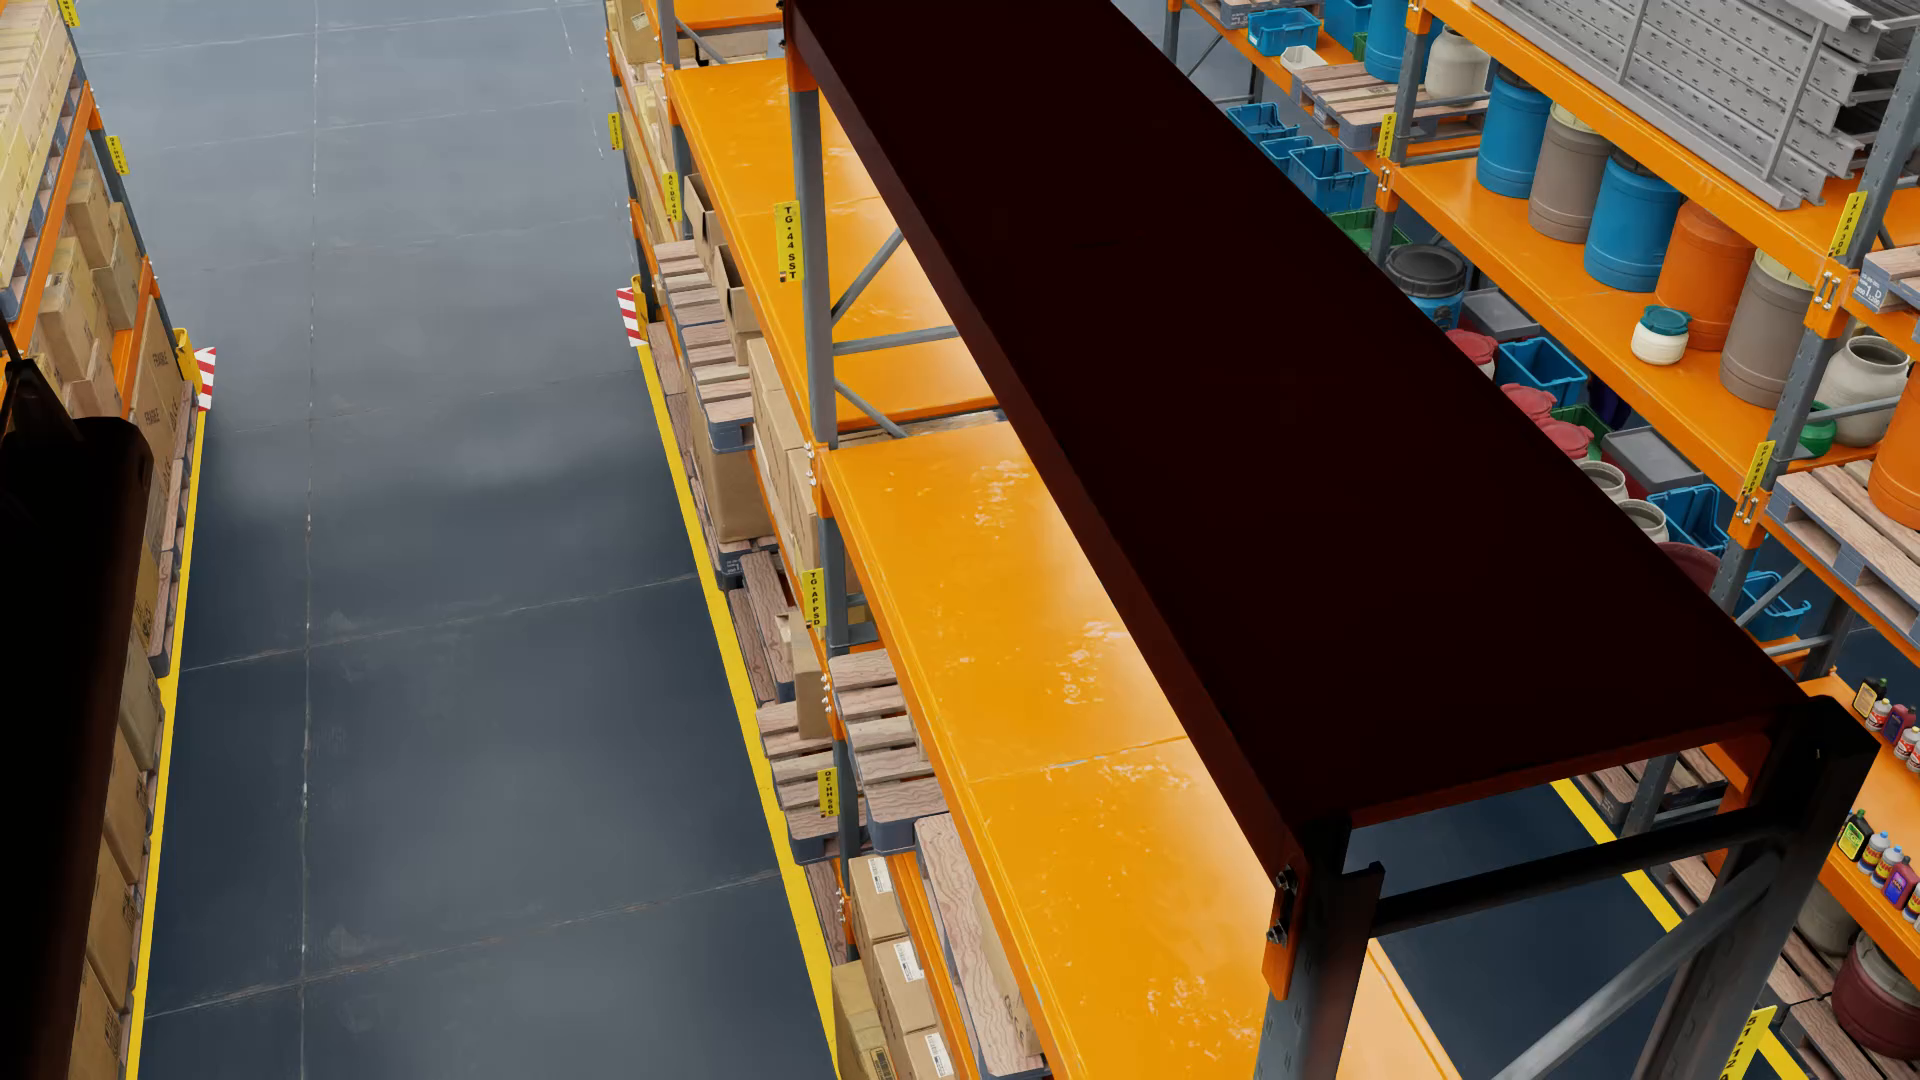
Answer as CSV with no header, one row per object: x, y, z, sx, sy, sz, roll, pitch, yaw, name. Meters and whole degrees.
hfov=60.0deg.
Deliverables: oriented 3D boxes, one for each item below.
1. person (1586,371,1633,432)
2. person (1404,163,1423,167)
5.180,-1.245,13.072,0.547,1.637,0.463,-6,39,-7,person
4.799,-4.377,16.995,0.528,1.671,0.478,-5,39,-7,person
